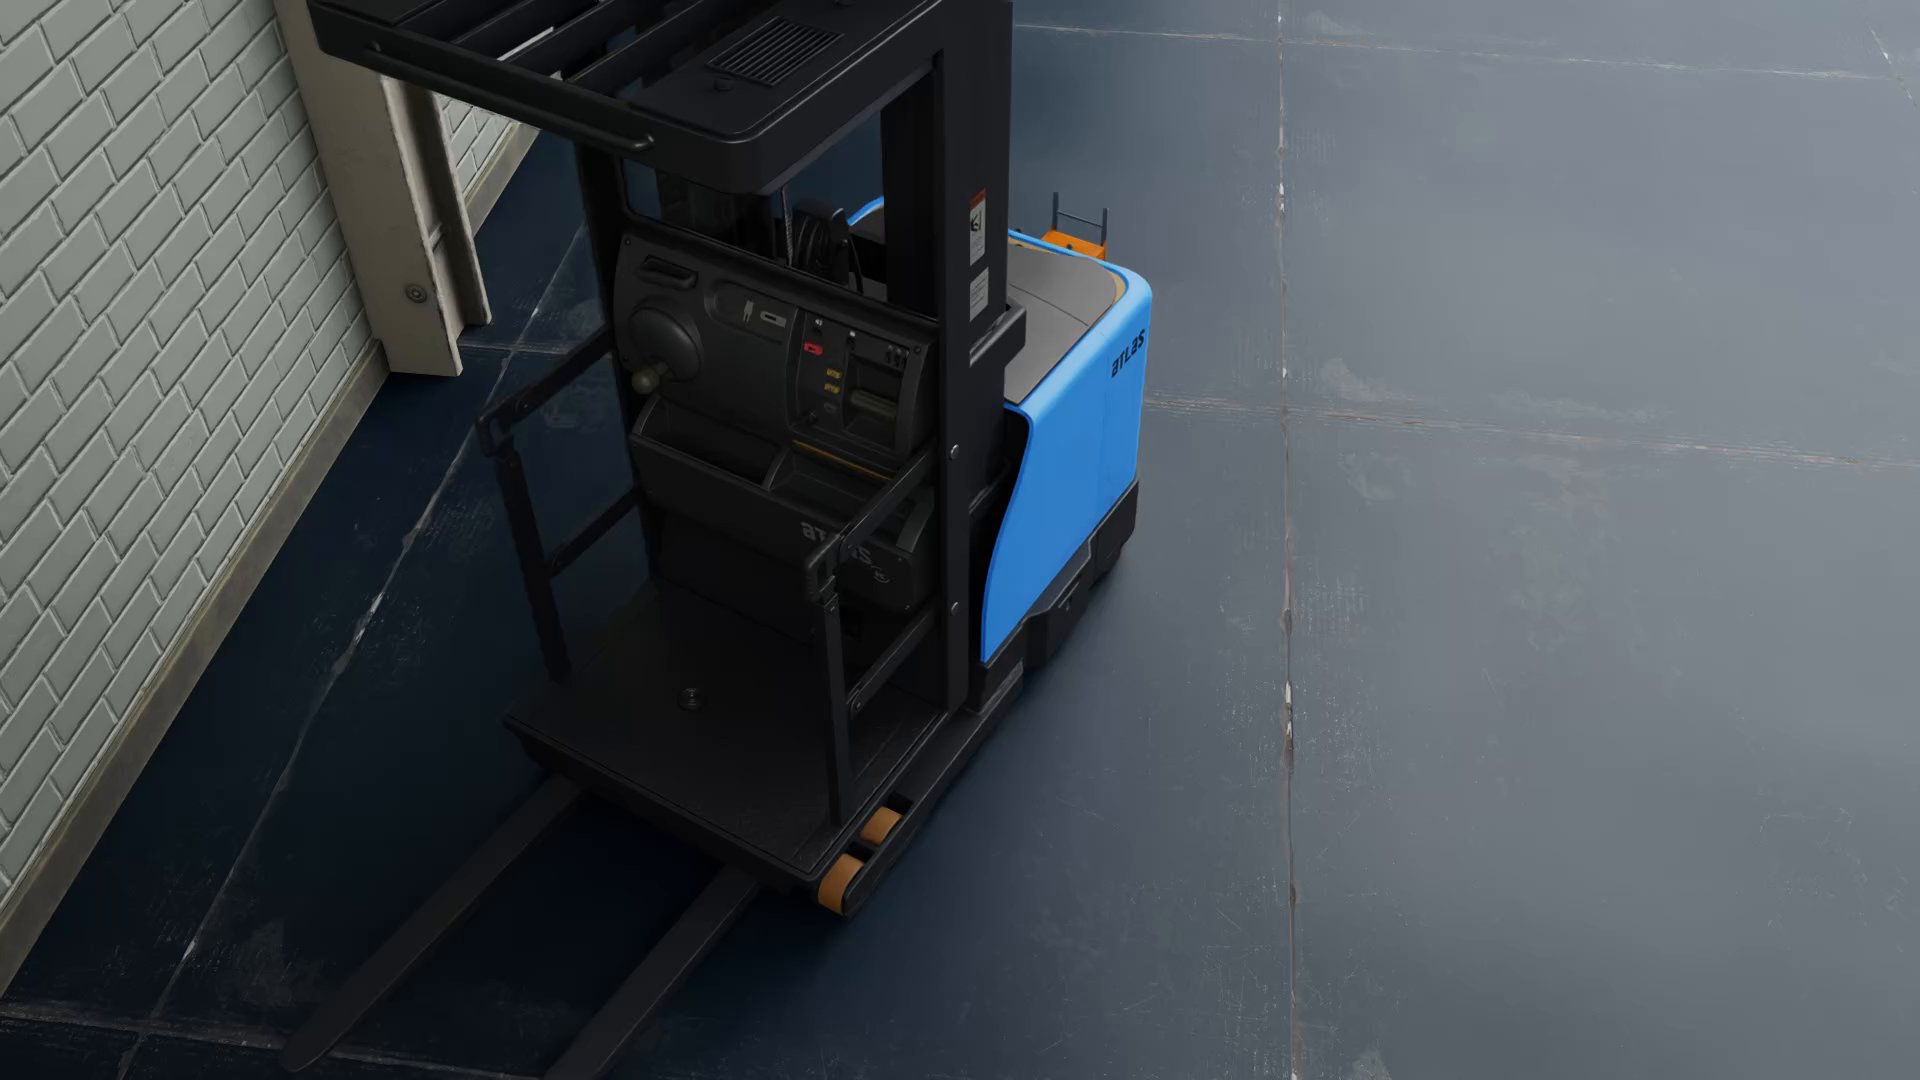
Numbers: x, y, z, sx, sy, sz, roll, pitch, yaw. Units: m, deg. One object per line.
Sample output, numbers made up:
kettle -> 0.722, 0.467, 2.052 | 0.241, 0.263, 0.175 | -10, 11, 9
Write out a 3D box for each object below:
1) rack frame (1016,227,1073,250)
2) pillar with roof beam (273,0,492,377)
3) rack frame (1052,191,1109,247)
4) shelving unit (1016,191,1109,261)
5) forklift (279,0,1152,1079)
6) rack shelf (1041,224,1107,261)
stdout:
rack frame -> 0.265, -0.575, 5.594 | 0.200, 1.050, 0.008 | 23, 48, 22
pillar with roof beam -> 2.204, -3.655, 3.066 | 9.100, 9.000, 0.400 | 5, 44, 6
rack frame -> 0.392, -0.718, 5.745 | 0.200, 1.050, 0.008 | 23, 48, 22
shelving unit -> 0.329, -0.647, 5.669 | 0.215, 1.050, 0.252 | 23, 48, 22
forklift -> -0.598, -0.391, 4.031 | 1.130, 2.935, 3.031 | 23, 48, 22
rack shelf -> 0.329, -0.845, 5.481 | 0.215, 0.259, 0.240 | 23, 48, 22
